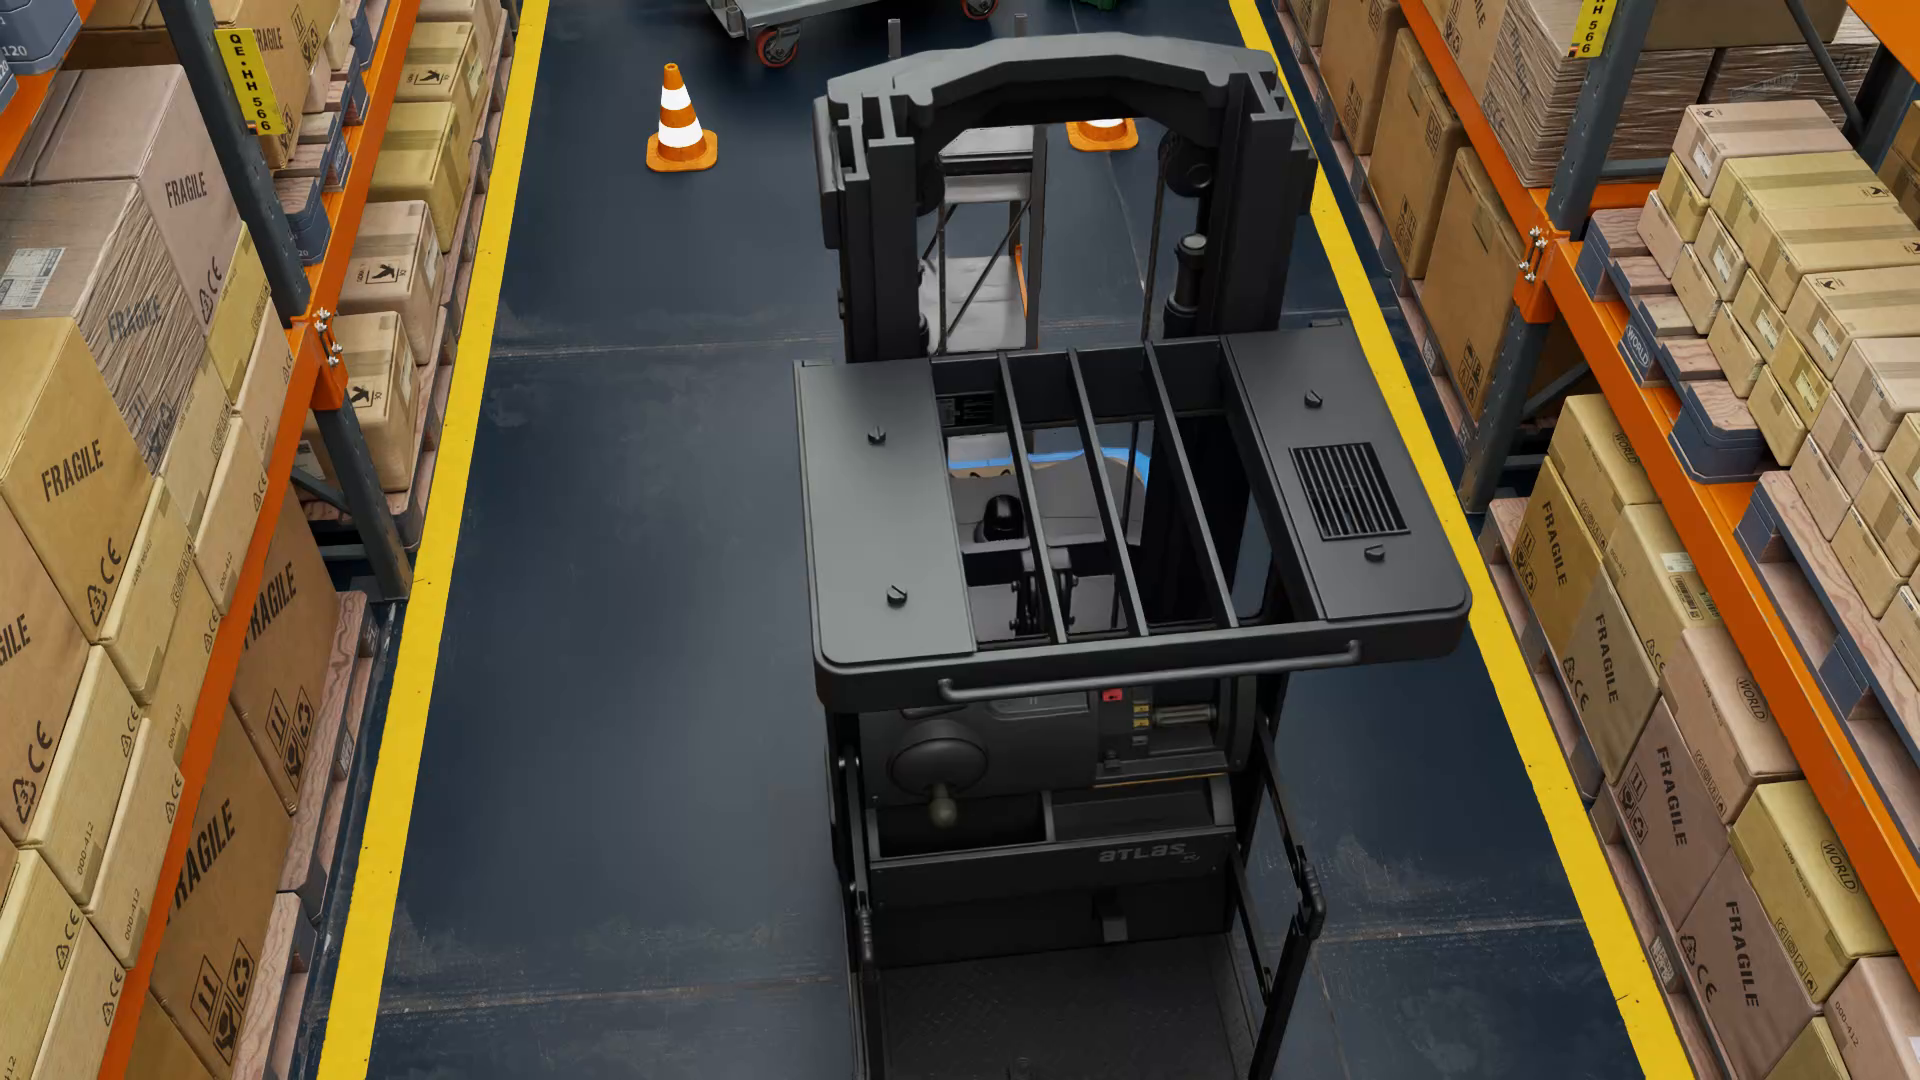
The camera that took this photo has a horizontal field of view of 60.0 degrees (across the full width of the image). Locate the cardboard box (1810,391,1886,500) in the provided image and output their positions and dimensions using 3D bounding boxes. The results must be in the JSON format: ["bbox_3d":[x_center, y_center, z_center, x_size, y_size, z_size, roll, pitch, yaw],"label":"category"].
[{"bbox_3d":[2.353,-0.244,4.094,0.380,0.149,0.250,-3,47,-3],"label":"cardboard box"}]

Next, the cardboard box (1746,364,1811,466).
[{"bbox_3d":[2.326,-0.335,4.385,0.380,0.149,0.250,-2,47,-1],"label":"cardboard box"}]

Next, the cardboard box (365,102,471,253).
[{"bbox_3d":[-2.669,-1.556,7.178,0.950,0.372,0.625,-2,47,-2],"label":"cardboard box"}]

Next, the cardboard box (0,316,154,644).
[{"bbox_3d":[-2.114,-0.113,3.533,0.500,0.500,0.500,-3,47,-3],"label":"cardboard box"}]

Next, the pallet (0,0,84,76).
[{"bbox_3d":[-2.397,-1.327,3.505,1.213,0.211,1.003,-2,47,-1],"label":"pallet"}]

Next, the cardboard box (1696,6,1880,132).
[{"bbox_3d":[2.652,-1.573,5.605,0.500,0.500,0.500,-3,47,-3],"label":"cardboard box"}]

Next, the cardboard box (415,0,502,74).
[{"bbox_3d":[-2.792,-2.579,8.147,0.950,0.372,0.625,-3,47,-3],"label":"cardboard box"}]

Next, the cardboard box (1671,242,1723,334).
[{"bbox_3d":[2.279,-0.725,4.755,0.380,0.149,0.250,-1,47,-1],"label":"cardboard box"}]

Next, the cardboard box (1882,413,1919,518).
[{"bbox_3d":[2.378,-0.163,3.812,0.380,0.149,0.250,-2,47,-2],"label":"cardboard box"}]

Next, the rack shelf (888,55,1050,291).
[{"bbox_3d":[0.014,-1.074,4.876,0.431,0.518,0.480,-3,47,-3],"label":"rack shelf"}]

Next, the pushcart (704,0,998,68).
[{"bbox_3d":[-0.571,-2.990,8.822,1.648,0.377,0.936,-19,49,-17],"label":"pushcart"}]

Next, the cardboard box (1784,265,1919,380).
[{"bbox_3d":[2.329,-0.550,4.179,0.380,0.149,0.250,-5,47,-5],"label":"cardboard box"}]

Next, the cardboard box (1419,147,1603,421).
[{"bbox_3d":[2.459,-1.014,6.405,1.050,0.750,0.750,-4,47,-4],"label":"cardboard box"}]

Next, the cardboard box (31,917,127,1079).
[{"bbox_3d":[-2.015,1.042,3.300,0.500,0.250,0.500,-4,47,-4],"label":"cardboard box"}]

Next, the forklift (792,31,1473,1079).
[{"bbox_3d":[0.256,0.540,3.720,1.130,2.935,3.031,-5,47,-5],"label":"forklift"}]

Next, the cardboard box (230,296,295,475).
[{"bbox_3d":[-2.203,-0.421,4.687,0.500,0.250,0.500,-5,47,-5],"label":"cardboard box"}]

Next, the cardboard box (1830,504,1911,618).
[{"bbox_3d":[2.370,0.040,4.030,0.380,0.149,0.250,-3,47,-3],"label":"cardboard box"}]

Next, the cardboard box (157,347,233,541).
[{"bbox_3d":[-2.163,-0.238,4.168,0.500,0.250,0.500,-5,47,-4],"label":"cardboard box"}]

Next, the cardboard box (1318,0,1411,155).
[{"bbox_3d":[2.304,-2.320,7.642,1.050,0.750,0.750,-3,47,-3],"label":"cardboard box"}]

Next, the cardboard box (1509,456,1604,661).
[{"bbox_3d":[2.226,0.045,5.574,0.500,0.500,0.500,-5,47,-5],"label":"cardboard box"}]

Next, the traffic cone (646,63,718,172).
[{"bbox_3d":[-1.340,-2.033,7.857,0.336,0.463,0.334,-3,47,-3],"label":"traffic cone"}]

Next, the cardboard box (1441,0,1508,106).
[{"bbox_3d":[2.075,-1.902,5.917,0.500,0.500,0.500,-3,47,-3],"label":"cardboard box"}]

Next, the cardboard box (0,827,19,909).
[{"bbox_3d":[-2.029,0.627,2.832,0.500,0.500,0.500,-5,47,-4],"label":"cardboard box"}]

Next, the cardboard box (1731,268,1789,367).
[{"bbox_3d":[2.311,-0.607,4.437,0.380,0.149,0.250,-5,47,-5],"label":"cardboard box"}]

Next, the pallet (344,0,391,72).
[{"bbox_3d":[-2.710,-2.187,6.387,1.003,0.211,1.213,-3,47,-3],"label":"pallet"}]

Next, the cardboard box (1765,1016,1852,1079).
[{"bbox_3d":[2.400,1.521,4.176,0.500,0.500,0.500,-4,47,-4],"label":"cardboard box"}]

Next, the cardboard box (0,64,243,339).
[{"bbox_3d":[-2.200,-0.843,4.225,0.500,0.500,0.500,-5,47,-4],"label":"cardboard box"}]

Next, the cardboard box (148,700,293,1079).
[{"bbox_3d":[-2.458,0.913,4.493,0.875,0.875,0.875,-3,47,-3],"label":"cardboard box"}]

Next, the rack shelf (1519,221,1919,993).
[{"bbox_3d":[2.588,0.497,4.209,1.077,0.370,4.000,-3,47,-3],"label":"rack shelf"}]

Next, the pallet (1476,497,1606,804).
[{"bbox_3d":[2.484,0.327,5.795,1.003,0.211,1.213,-3,47,-3],"label":"pallet"}]

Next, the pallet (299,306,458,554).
[{"bbox_3d":[-2.568,-0.430,6.512,1.003,0.211,1.213,-3,47,-3],"label":"pallet"}]

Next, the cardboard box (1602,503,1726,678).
[{"bbox_3d":[2.279,0.141,4.967,0.500,0.250,0.500,-4,47,-4],"label":"cardboard box"}]

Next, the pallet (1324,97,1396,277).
[{"bbox_3d":[2.331,-1.694,7.709,1.003,0.211,1.213,-3,47,-3],"label":"pallet"}]

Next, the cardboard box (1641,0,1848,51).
[{"bbox_3d":[2.393,-1.901,5.227,0.700,0.500,0.500,-4,47,-4],"label":"cardboard box"}]

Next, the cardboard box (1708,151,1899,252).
[{"bbox_3d":[2.291,-0.919,4.529,0.380,0.149,0.250,-5,47,-4],"label":"cardboard box"}]

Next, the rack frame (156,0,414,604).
[{"bbox_3d":[-2.504,-0.823,4.964,1.000,3.000,0.127,-3,47,-3],"label":"rack frame"}]

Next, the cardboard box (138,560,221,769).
[{"bbox_3d":[-2.118,0.312,3.991,0.500,0.250,0.500,-4,47,-4],"label":"cardboard box"}]

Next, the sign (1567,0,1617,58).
[{"bbox_3d":[1.868,-1.559,4.863,0.100,0.325,0.005,-3,47,-3],"label":"sign"}]

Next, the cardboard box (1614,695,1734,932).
[{"bbox_3d":[2.319,0.780,4.878,0.500,0.500,0.500,-5,47,-4],"label":"cardboard box"}]

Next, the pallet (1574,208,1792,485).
[{"bbox_3d":[2.586,-0.622,4.905,1.213,0.211,1.003,-3,47,-3],"label":"pallet"}]

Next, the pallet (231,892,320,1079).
[{"bbox_3d":[-2.414,1.591,4.597,1.003,0.211,1.213,-3,47,-3],"label":"pallet"}]

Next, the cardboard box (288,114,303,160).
[{"bbox_3d":[-2.336,-1.334,5.331,0.380,0.149,0.250,-6,47,-6],"label":"cardboard box"}]

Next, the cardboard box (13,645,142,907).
[{"bbox_3d":[-2.056,0.507,3.463,0.500,0.250,0.500,-5,47,-4],"label":"cardboard box"}]

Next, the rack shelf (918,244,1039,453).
[{"bbox_3d":[0.014,-0.593,5.384,0.431,0.518,0.480,-3,47,-3],"label":"rack shelf"}]

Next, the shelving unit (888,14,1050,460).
[{"bbox_3d":[0.014,-0.602,5.374,0.431,2.100,0.503,-3,47,-3],"label":"shelving unit"}]

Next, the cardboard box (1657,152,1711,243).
[{"bbox_3d":[2.261,-0.996,4.806,0.380,0.149,0.250,-2,47,-2],"label":"cardboard box"}]

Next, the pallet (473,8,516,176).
[{"bbox_3d":[-2.772,-2.195,8.184,1.003,0.211,1.213,-3,47,-3],"label":"pallet"}]

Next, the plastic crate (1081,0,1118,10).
[{"bbox_3d":[0.766,-3.190,9.102,0.450,0.188,0.662,25,51,9],"label":"plastic crate"}]

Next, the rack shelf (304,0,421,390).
[{"bbox_3d":[-2.671,-2.023,6.595,1.077,0.370,4.000,-3,47,-3],"label":"rack shelf"}]

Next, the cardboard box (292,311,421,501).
[{"bbox_3d":[-2.541,-0.473,6.153,0.950,0.372,0.625,-6,47,-6],"label":"cardboard box"}]

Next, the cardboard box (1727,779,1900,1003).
[{"bbox_3d":[2.353,0.876,4.270,0.500,0.250,0.500,-5,47,-5],"label":"cardboard box"}]

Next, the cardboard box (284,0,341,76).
[{"bbox_3d":[-2.361,-1.820,5.345,0.500,0.500,0.500,-1,47,-1],"label":"cardboard box"}]

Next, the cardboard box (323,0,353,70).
[{"bbox_3d":[-2.315,-1.735,5.711,0.380,0.149,0.250,-3,47,-3],"label":"cardboard box"}]

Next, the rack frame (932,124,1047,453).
[{"bbox_3d":[0.034,-0.426,5.207,0.400,2.100,0.015,-3,47,-3],"label":"rack frame"}]

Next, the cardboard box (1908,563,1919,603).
[{"bbox_3d":[2.397,0.131,3.739,0.380,0.149,0.250,-2,47,-2],"label":"cardboard box"}]
